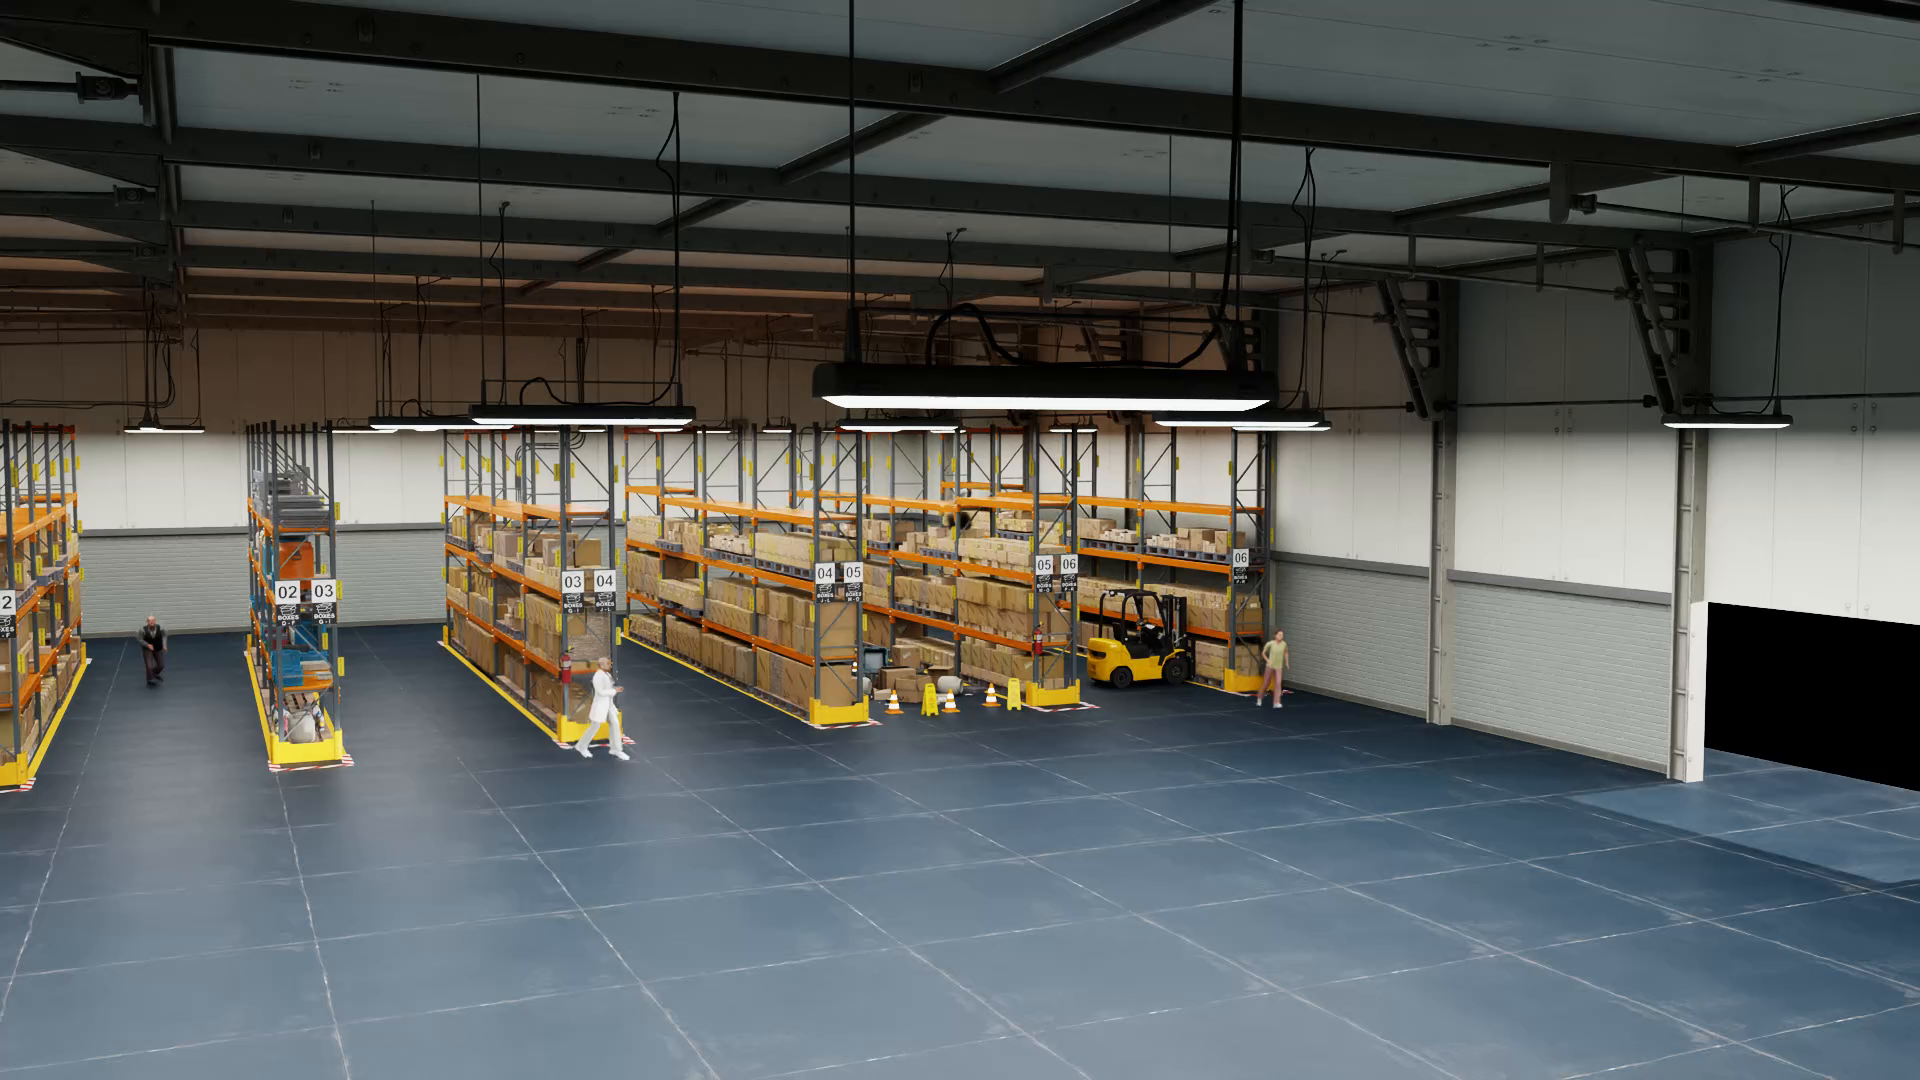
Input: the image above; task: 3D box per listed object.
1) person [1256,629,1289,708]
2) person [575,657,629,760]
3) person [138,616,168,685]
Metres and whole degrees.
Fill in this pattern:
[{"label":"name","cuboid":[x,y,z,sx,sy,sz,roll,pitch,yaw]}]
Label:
[{"label":"person","cuboid":[6.622,2.682,34.810,0.614,1.649,0.972,-1,4,-10]},{"label":"person","cuboid":[-6.345,3.020,29.346,0.977,1.723,0.679,1,4,13]},{"label":"person","cuboid":[-18.531,2.535,38.162,0.645,1.612,0.759,-3,5,-39]}]
